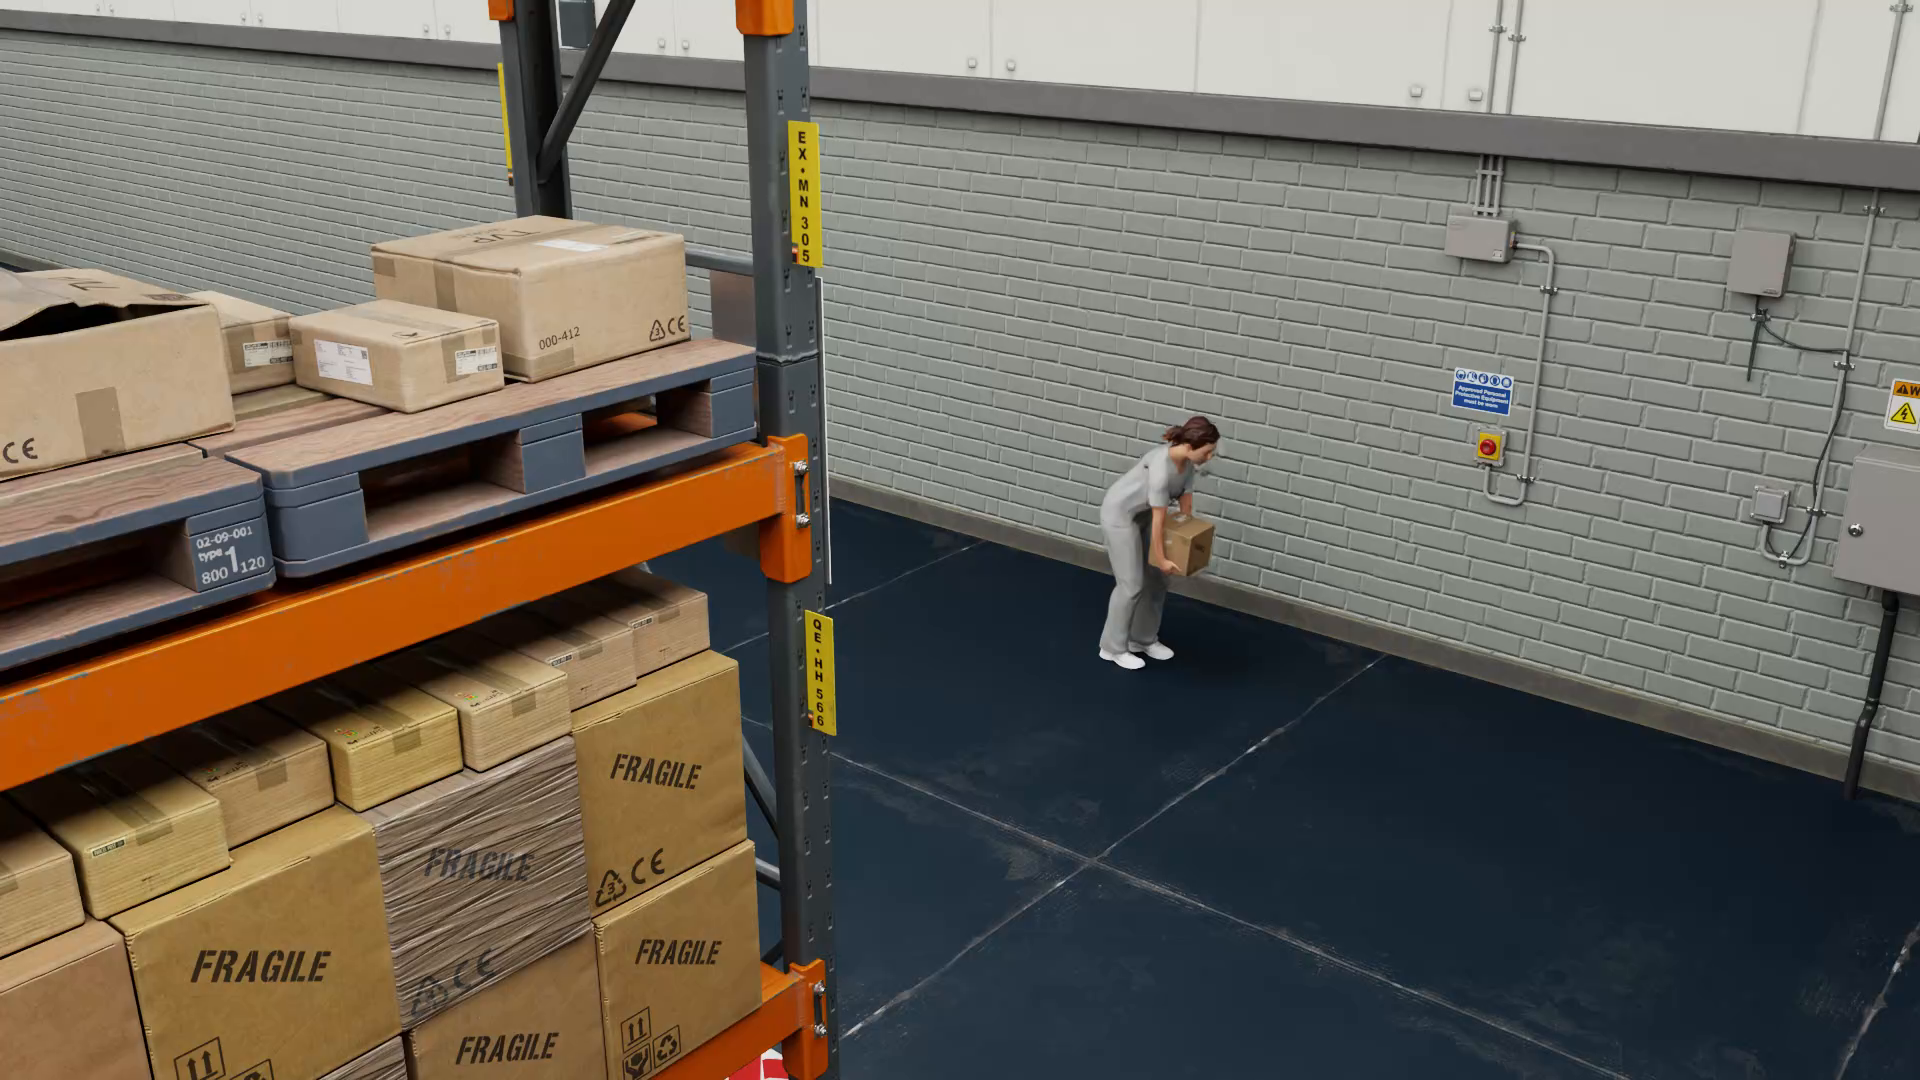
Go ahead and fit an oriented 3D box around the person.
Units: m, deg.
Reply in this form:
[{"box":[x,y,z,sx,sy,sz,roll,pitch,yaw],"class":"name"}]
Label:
[{"box":[1.113,0.000,9.325,0.672,1.509,0.406,15,25,35],"class":"person"}]
